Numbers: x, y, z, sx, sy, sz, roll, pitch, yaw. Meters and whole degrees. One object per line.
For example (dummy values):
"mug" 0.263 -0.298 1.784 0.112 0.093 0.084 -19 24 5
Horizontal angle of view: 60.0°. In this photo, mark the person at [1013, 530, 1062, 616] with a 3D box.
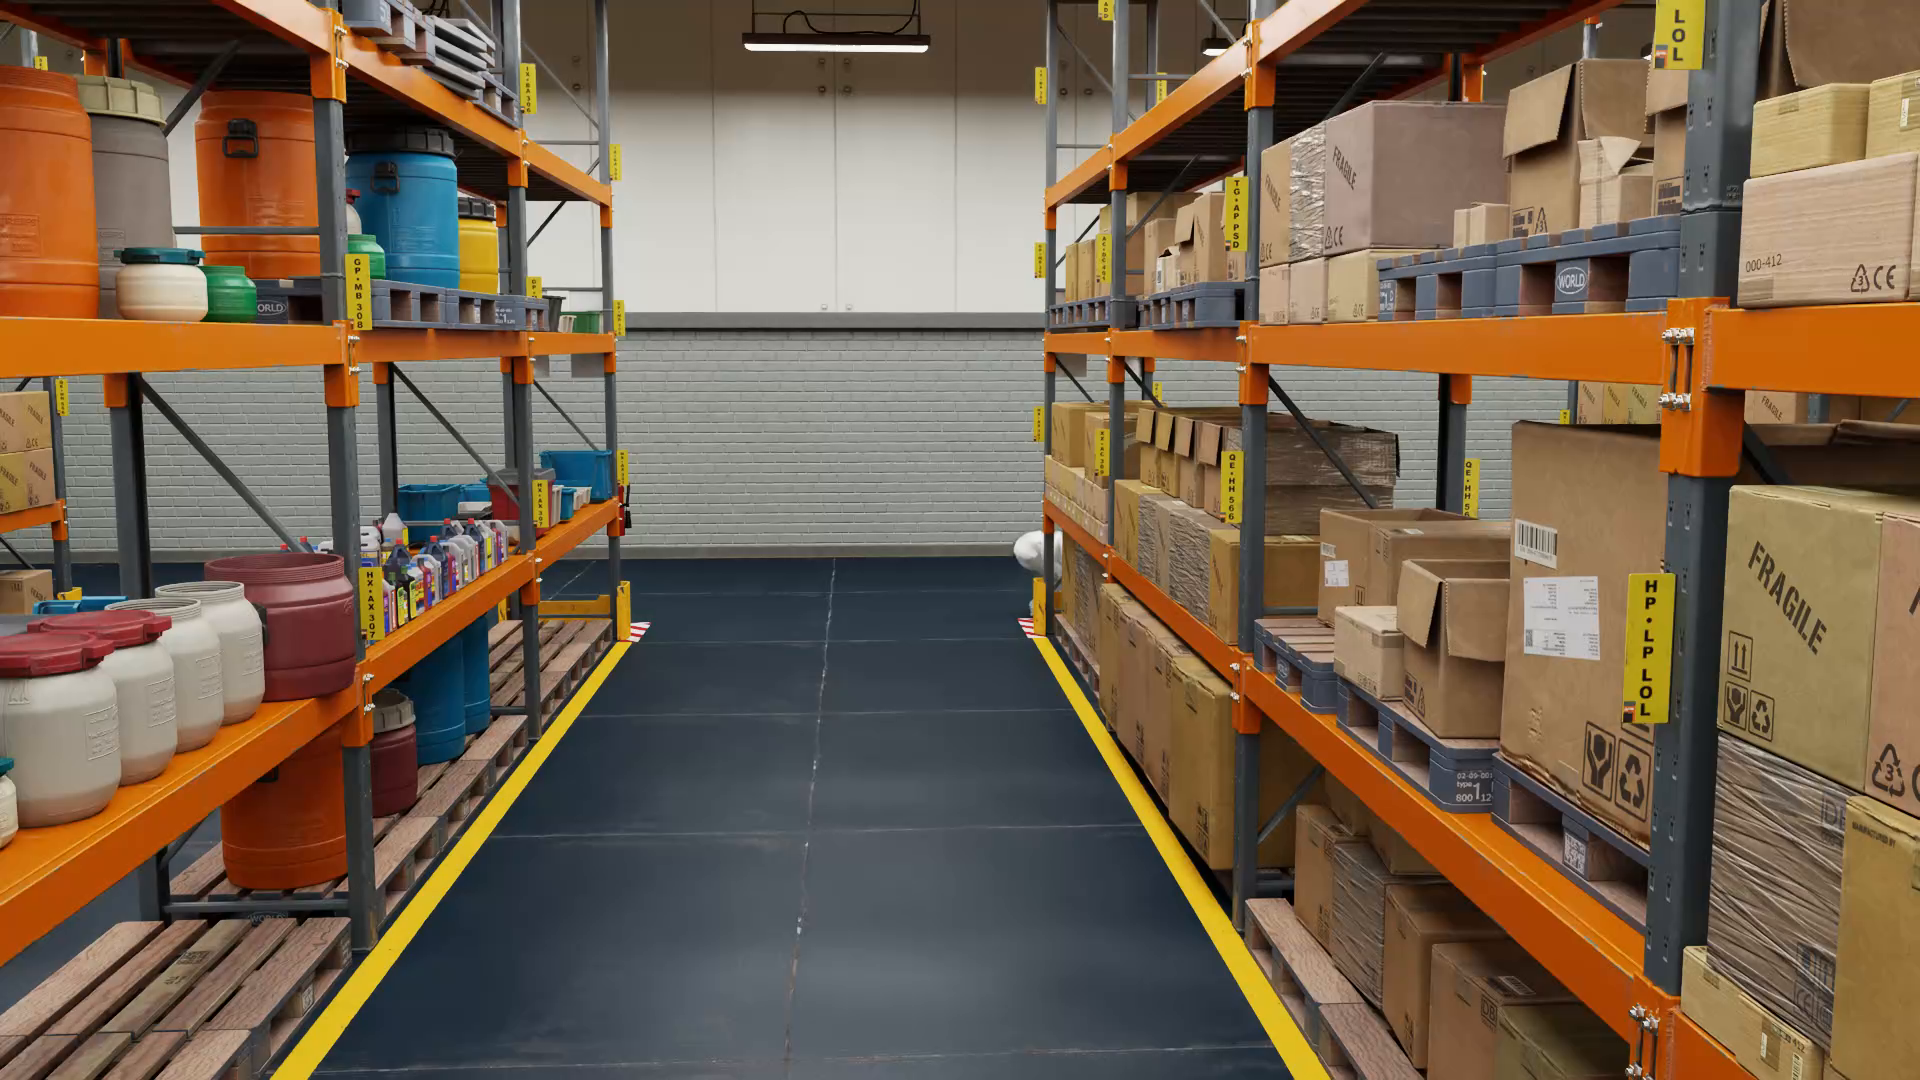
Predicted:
"person" 1.027 0.336 16.737 0.980 0.874 0.513 0 7 0
